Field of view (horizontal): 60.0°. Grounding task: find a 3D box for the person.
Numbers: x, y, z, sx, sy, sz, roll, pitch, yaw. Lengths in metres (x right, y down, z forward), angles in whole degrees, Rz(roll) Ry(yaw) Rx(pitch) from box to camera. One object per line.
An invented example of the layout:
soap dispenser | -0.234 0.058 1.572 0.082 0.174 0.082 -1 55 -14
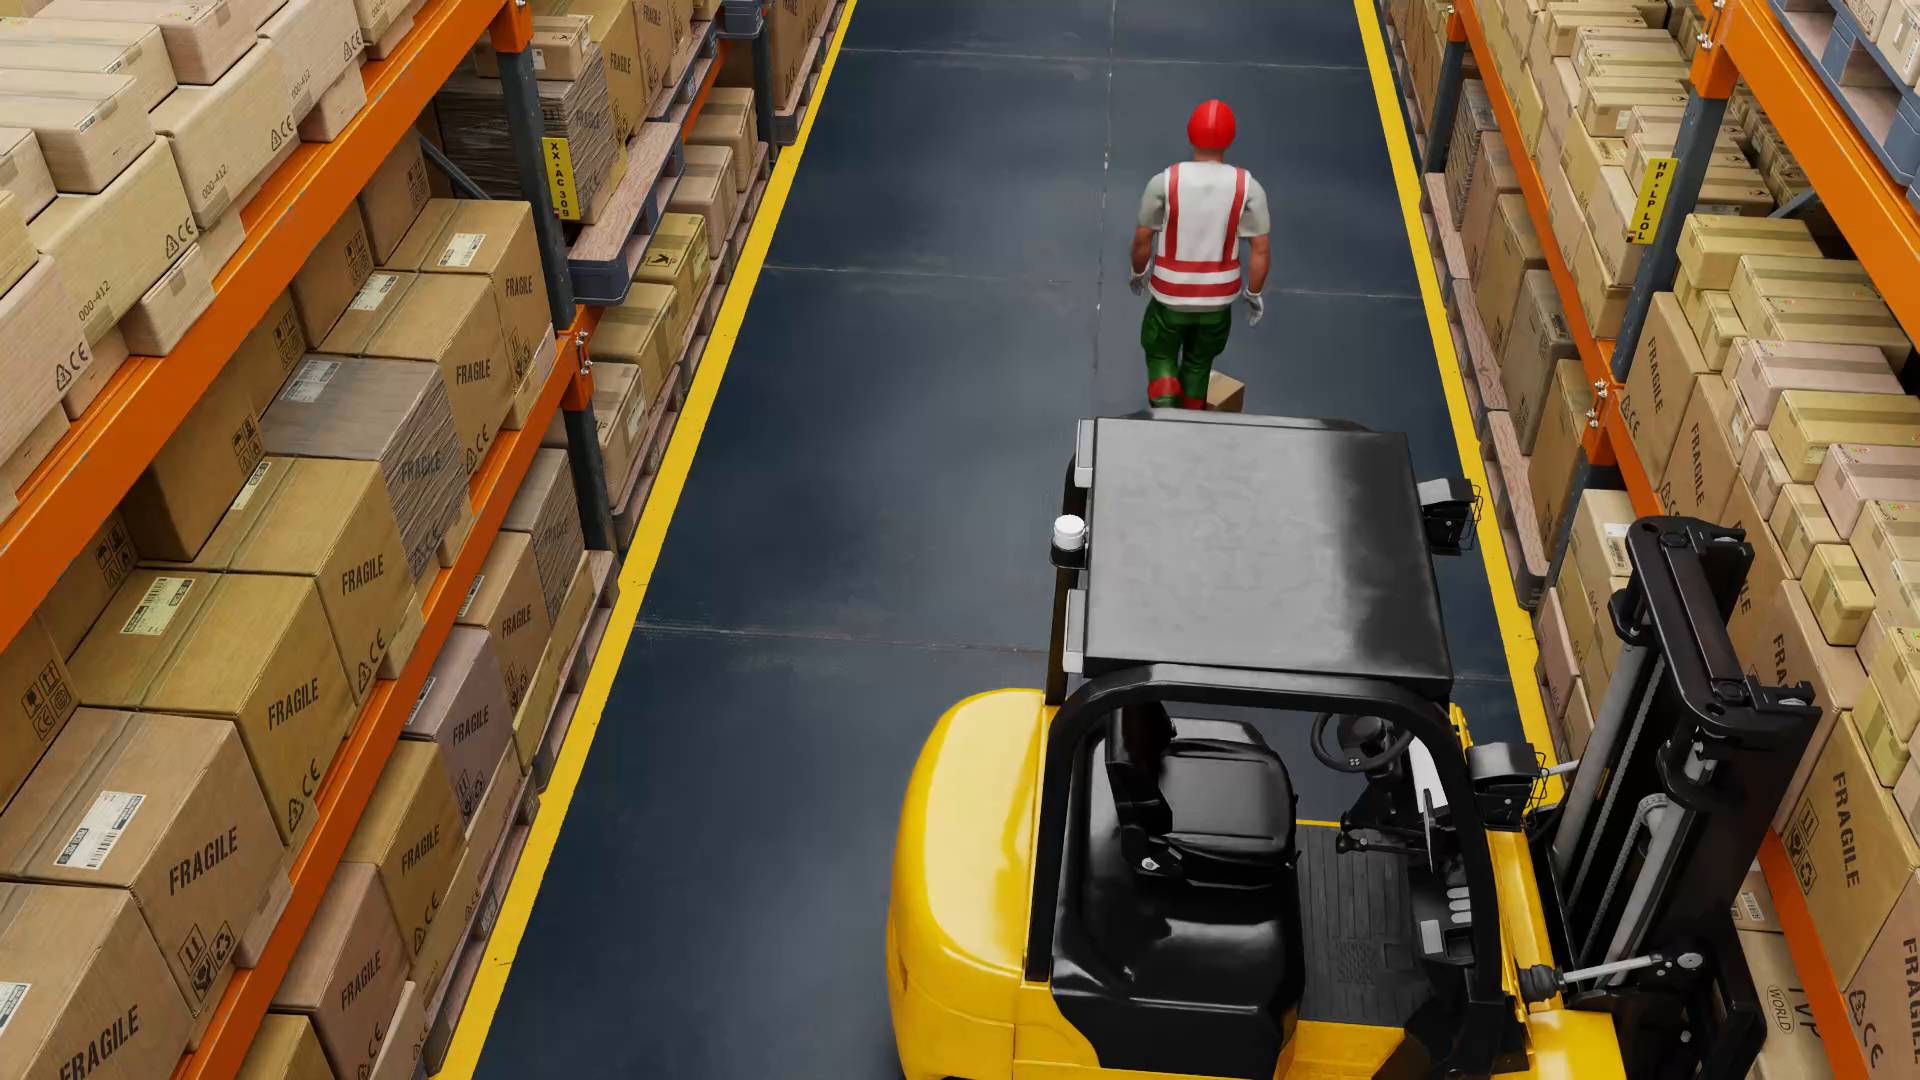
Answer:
person | 1.057 -1.056 7.410 0.600 1.765 0.645 1 40 1
